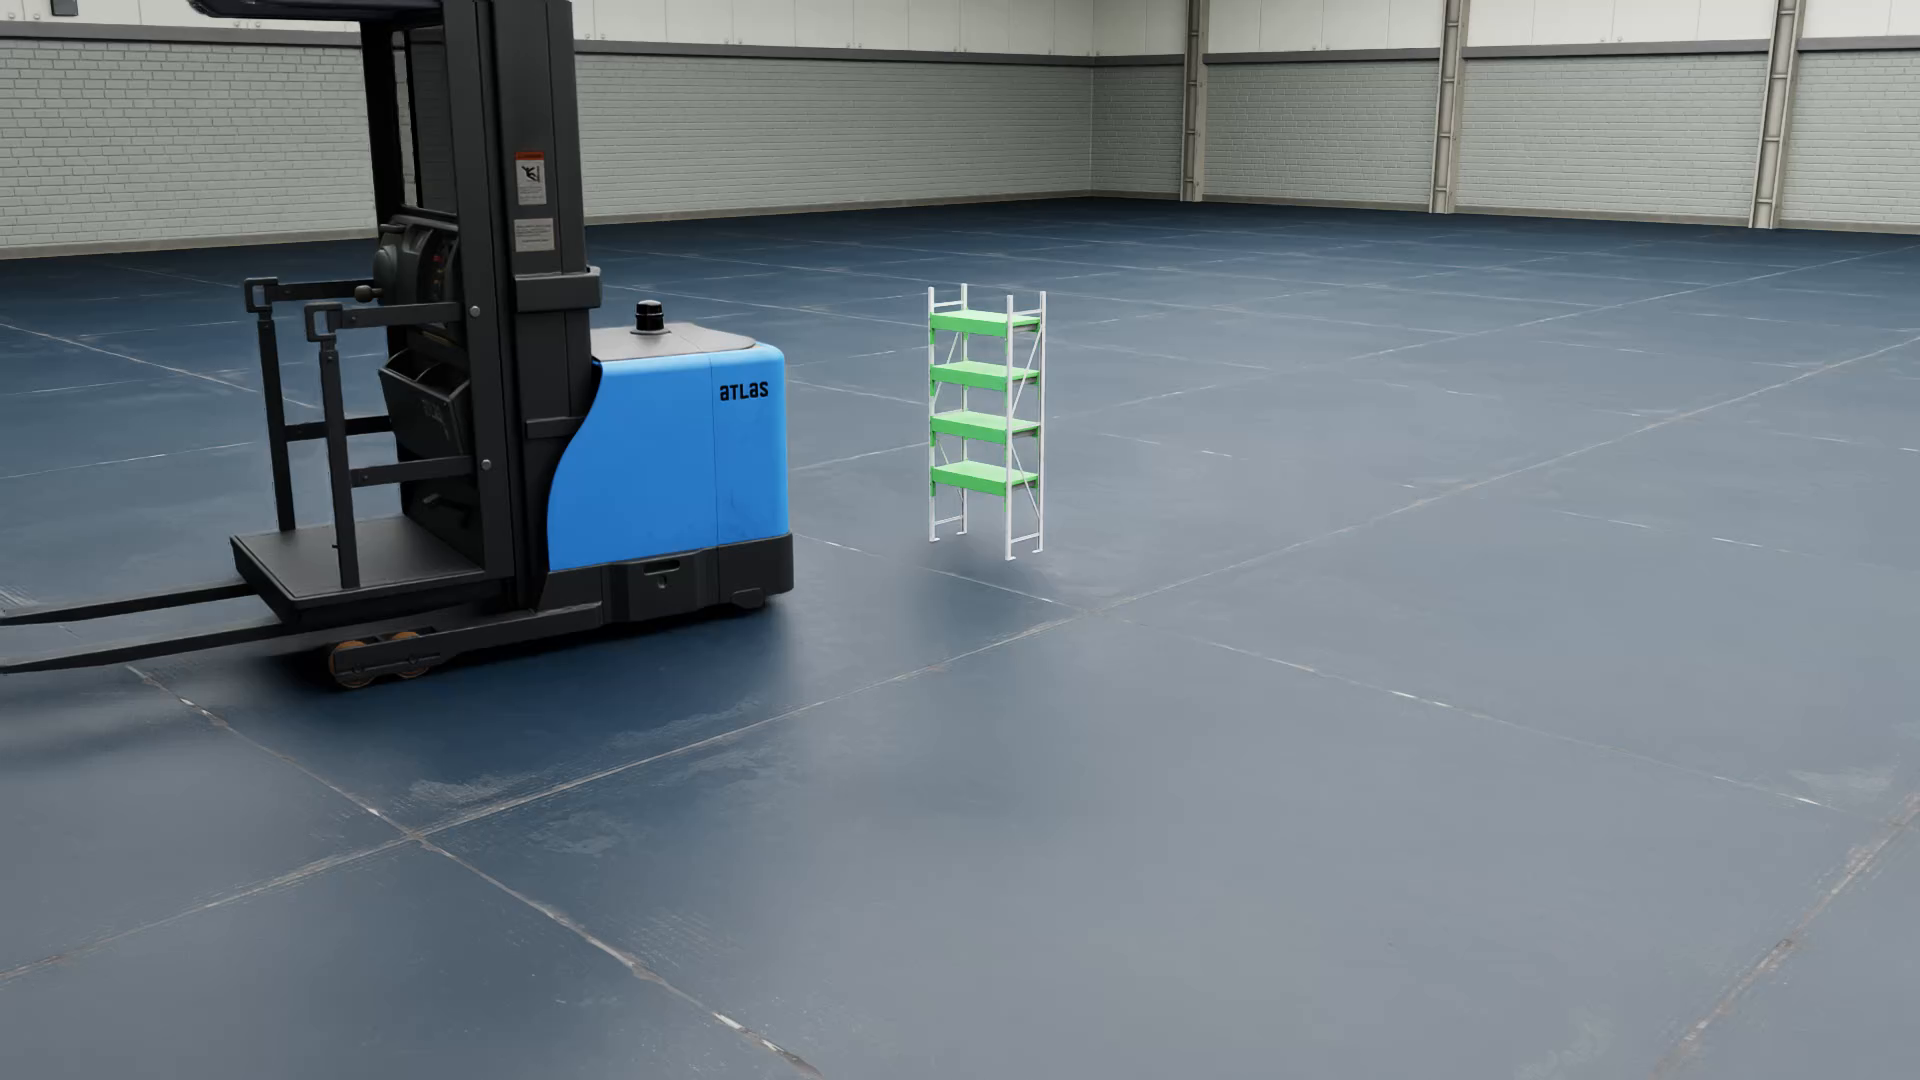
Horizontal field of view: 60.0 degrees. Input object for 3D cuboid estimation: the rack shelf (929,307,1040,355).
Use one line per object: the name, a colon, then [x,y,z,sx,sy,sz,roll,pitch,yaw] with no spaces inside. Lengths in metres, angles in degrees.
rack shelf: [0.119,-0.954,7.565,0.480,0.148,0.258,14,20,42]

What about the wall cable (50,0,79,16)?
wall cable: [-11.398,-10.184,22.427,0.169,6.003,2.305,14,20,42]

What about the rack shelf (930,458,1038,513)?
rack shelf: [0.119,-0.258,7.746,0.480,0.148,0.258,14,20,42]

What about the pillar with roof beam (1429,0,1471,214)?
pillar with roof beam: [6.400,-9.949,28.267,0.400,9.000,9.100,14,20,42]

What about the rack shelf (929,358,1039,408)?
rack shelf: [0.119,-0.722,7.625,0.480,0.148,0.258,14,20,42]

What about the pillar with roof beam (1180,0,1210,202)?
pillar with roof beam: [2.080,-10.999,32.297,0.400,9.000,9.100,14,20,42]

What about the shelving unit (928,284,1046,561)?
shelving unit: [0.119,-0.552,7.670,0.503,1.200,0.258,14,20,42]

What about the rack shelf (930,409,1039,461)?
rack shelf: [0.119,-0.490,7.686,0.480,0.148,0.258,14,20,42]

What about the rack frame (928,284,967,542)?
rack frame: [-0.056,-0.594,7.833,0.015,1.200,0.240,14,20,42]

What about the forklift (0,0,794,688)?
forklift: [-2.200,-1.043,6.123,3.031,2.935,1.130,-9,17,-32]

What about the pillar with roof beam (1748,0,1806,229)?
pillar with roof beam: [10.719,-8.899,24.237,0.400,9.000,9.100,14,20,42]

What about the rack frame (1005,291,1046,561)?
rack frame: [0.295,-0.509,7.506,0.015,1.200,0.240,14,20,42]
